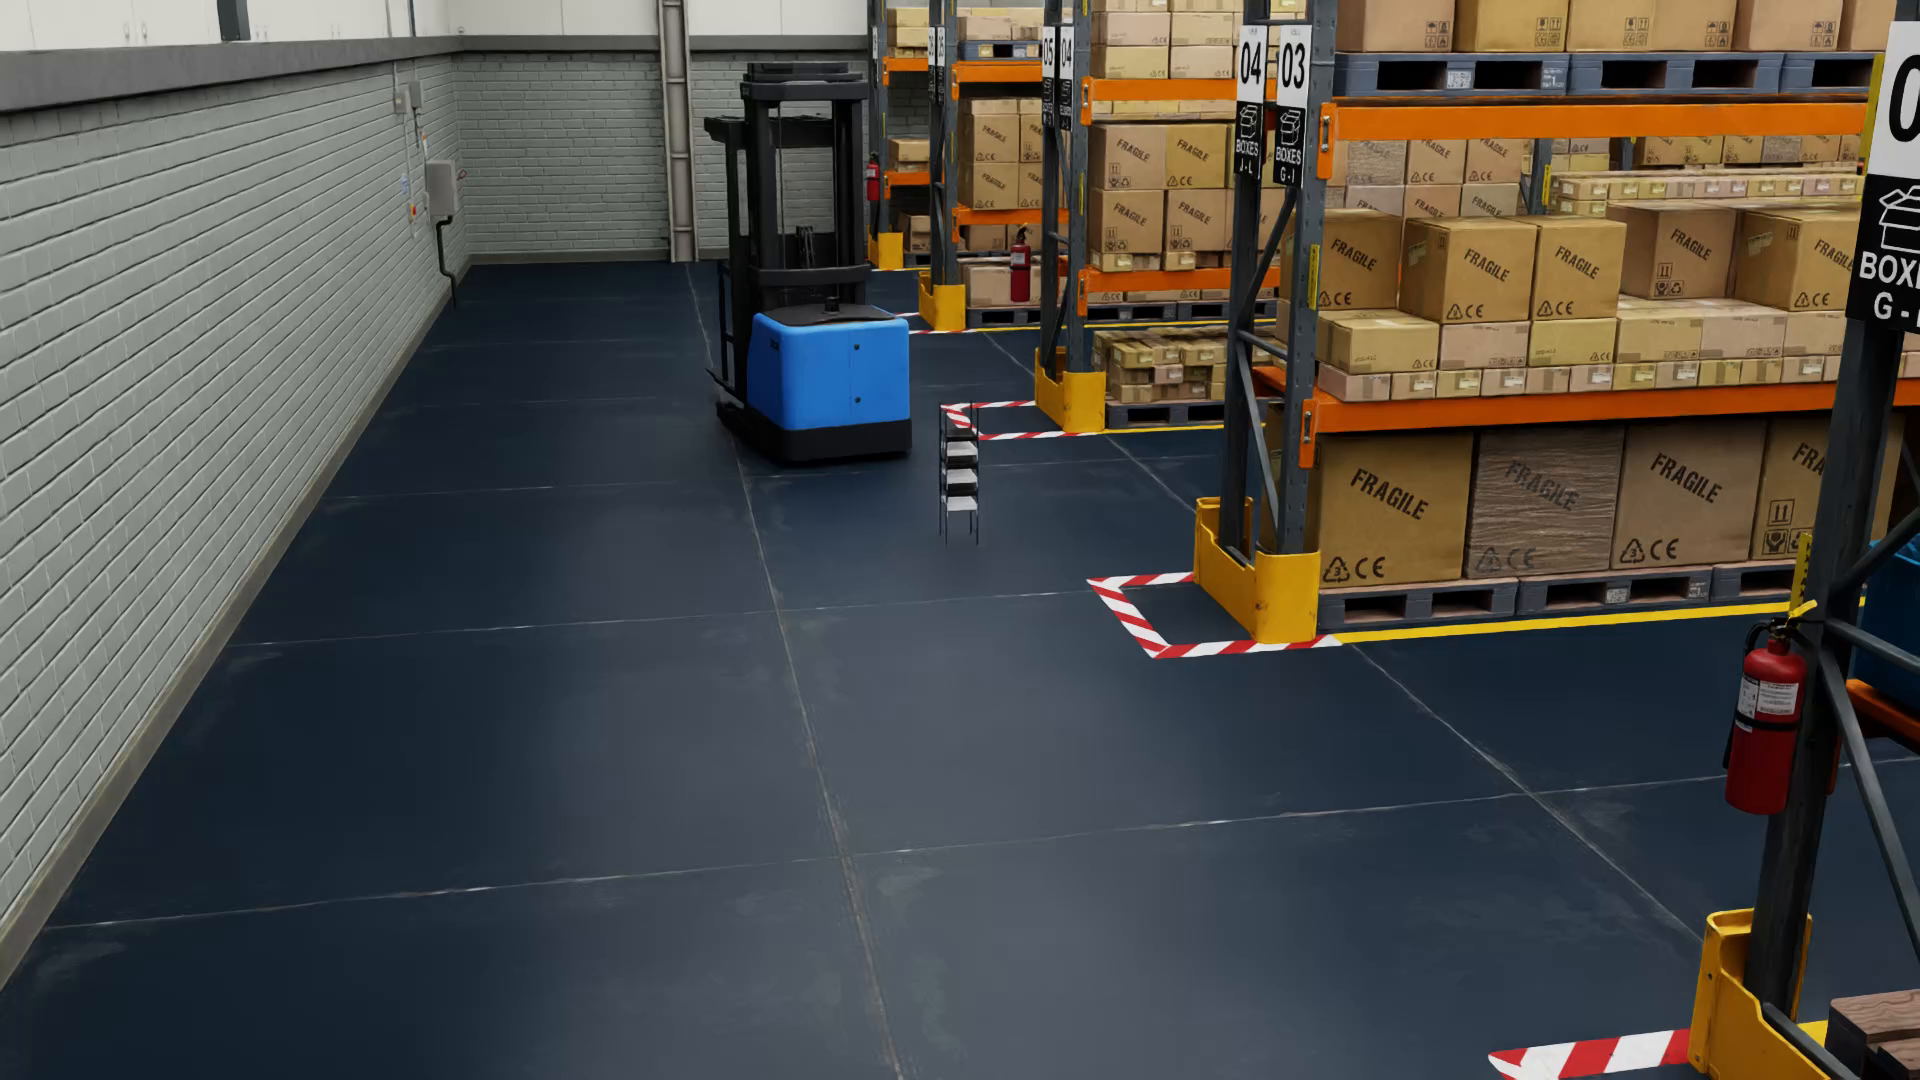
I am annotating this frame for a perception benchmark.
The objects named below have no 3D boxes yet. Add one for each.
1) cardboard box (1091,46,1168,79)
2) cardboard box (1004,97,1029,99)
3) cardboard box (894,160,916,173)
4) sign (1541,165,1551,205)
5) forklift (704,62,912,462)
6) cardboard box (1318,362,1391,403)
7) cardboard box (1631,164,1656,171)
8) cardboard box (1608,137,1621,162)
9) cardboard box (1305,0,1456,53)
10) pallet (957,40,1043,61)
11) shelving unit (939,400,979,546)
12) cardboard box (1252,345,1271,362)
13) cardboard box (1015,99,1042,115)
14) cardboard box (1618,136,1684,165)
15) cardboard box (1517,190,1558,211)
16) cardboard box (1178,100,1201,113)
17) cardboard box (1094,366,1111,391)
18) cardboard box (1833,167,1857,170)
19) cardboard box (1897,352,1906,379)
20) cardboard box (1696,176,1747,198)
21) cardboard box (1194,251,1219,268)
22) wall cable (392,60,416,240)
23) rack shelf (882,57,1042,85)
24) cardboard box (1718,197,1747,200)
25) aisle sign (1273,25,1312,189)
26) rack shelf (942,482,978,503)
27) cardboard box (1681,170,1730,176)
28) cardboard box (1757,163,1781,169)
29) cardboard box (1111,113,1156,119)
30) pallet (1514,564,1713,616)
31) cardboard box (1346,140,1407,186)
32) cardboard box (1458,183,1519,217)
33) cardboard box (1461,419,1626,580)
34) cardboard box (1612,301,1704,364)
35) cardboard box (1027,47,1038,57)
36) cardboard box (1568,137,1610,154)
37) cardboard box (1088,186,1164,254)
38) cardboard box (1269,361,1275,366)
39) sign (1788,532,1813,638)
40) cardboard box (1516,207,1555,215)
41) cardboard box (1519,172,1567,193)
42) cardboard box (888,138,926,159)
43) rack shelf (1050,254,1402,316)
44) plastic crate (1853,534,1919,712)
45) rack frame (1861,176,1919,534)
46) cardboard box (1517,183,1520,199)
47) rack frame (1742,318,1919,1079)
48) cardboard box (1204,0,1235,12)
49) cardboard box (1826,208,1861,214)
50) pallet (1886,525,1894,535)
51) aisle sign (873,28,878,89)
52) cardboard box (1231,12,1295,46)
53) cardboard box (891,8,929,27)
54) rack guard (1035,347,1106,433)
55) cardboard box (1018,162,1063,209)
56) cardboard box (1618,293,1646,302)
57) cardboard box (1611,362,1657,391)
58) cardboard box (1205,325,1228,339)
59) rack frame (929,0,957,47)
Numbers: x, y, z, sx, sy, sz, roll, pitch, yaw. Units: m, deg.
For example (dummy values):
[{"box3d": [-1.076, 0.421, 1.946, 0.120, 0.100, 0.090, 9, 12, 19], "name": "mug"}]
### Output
[{"box3d": [1.342, -3.795, 13.207, 0.500, 0.250, 0.500, -3, 17, -8], "name": "cardboard box"}, {"box3d": [0.611, -4.877, 18.602, 0.250, 0.149, 0.380, -3, 17, -11], "name": "cardboard box"}, {"box3d": [-0.756, -5.153, 22.908, 0.250, 0.149, 0.380, -3, 17, -11], "name": "cardboard box"}, {"box3d": [4.891, -2.963, 13.874, 0.005, 0.325, 0.100, -3, 17, -10], "name": "sign"}, {"box3d": [-1.410, -2.383, 13.580, 1.130, 2.935, 3.031, -7, 18, -22], "name": "forklift"}, {"box3d": [2.106, -0.851, 8.901, 0.250, 0.149, 0.380, -3, 17, -10], "name": "cardboard box"}, {"box3d": [8.024, -4.394, 19.722, 0.250, 0.149, 0.380, -4, 18, -14], "name": "cardboard box"}, {"box3d": [8.063, -4.845, 20.085, 0.500, 0.500, 0.500, -4, 17, -12], "name": "cardboard box"}, {"box3d": [2.195, -2.821, 8.723, 0.500, 0.500, 0.700, -4, 18, -14], "name": "cardboard box"}, {"box3d": [0.541, -5.339, 18.128, 1.213, 0.211, 1.003, -3, 17, -10], "name": "pallet"}, {"box3d": [-0.008, -0.430, 10.678, 0.210, 0.900, 0.258, -3, 17, -10], "name": "shelving unit"}, {"box3d": [2.453, -1.613, 14.082, 0.250, 0.149, 0.380, -3, 17, -8], "name": "cardboard box"}, {"box3d": [0.737, -4.696, 18.013, 0.250, 0.149, 0.380, -3, 17, -9], "name": "cardboard box"}, {"box3d": [8.155, -4.698, 19.606, 0.500, 0.500, 0.500, -4, 17, -12], "name": "cardboard box"}, {"box3d": [5.134, -3.007, 14.698, 0.250, 0.149, 0.380, -3, 17, -9], "name": "cardboard box"}, {"box3d": [2.490, -4.815, 18.401, 0.250, 0.149, 0.380, -3, 17, -11], "name": "cardboard box"}, {"box3d": [1.330, -1.409, 14.432, 0.250, 0.149, 0.380, -3, 17, -10], "name": "cardboard box"}, {"box3d": [8.213, -3.322, 15.219, 0.250, 0.149, 0.380, -3, 17, -10], "name": "cardboard box"}, {"box3d": [5.132, -1.023, 9.462, 0.250, 0.149, 0.380, -3, 17, -9], "name": "cardboard box"}, {"box3d": [6.524, -3.031, 14.272, 0.250, 0.149, 0.380, -3, 17, -8], "name": "cardboard box"}, {"box3d": [1.978, -2.365, 13.831, 0.250, 0.149, 0.380, -2, 17, -8], "name": "cardboard box"}, {"box3d": [-5.717, -4.083, 17.213, 0.123, 1.953, 0.585, -3, 17, -10], "name": "wall cable"}, {"box3d": [0.833, -6.535, 23.097, 4.000, 0.370, 1.077, -3, 17, -10], "name": "rack shelf"}, {"box3d": [6.542, -2.891, 14.323, 0.250, 0.149, 0.380, -4, 17, -11], "name": "cardboard box"}, {"box3d": [1.681, -2.199, 8.434, 0.004, 0.787, 0.394, -3, 17, -10], "name": "aisle sign"}, {"box3d": [-0.008, -0.312, 10.714, 0.200, 0.077, 0.258, -3, 17, -10], "name": "rack shelf"}, {"box3d": [6.681, -3.236, 14.939, 0.250, 0.149, 0.380, -3, 17, -11], "name": "cardboard box"}, {"box3d": [9.620, -4.470, 19.969, 0.250, 0.149, 0.380, -3, 17, -9], "name": "cardboard box"}, {"box3d": [1.840, -4.463, 18.362, 0.500, 0.500, 0.500, -3, 17, -10], "name": "cardboard box"}, {"box3d": [3.660, 0.153, 9.956, 1.213, 0.211, 1.003, -3, 17, -10], "name": "pallet"}, {"box3d": [3.358, -3.214, 13.786, 0.500, 0.500, 0.500, -3, 17, -9], "name": "cardboard box"}, {"box3d": [4.359, -2.786, 14.098, 0.500, 0.500, 0.500, -3, 17, -10], "name": "cardboard box"}, {"box3d": [3.201, -0.341, 9.716, 0.875, 0.875, 0.875, -3, 17, -10], "name": "cardboard box"}, {"box3d": [3.732, -1.154, 9.210, 0.500, 0.250, 0.500, -4, 17, -12], "name": "cardboard box"}, {"box3d": [0.994, -6.671, 22.742, 0.250, 0.149, 0.380, -3, 17, -9], "name": "cardboard box"}, {"box3d": [7.211, -4.770, 19.361, 0.500, 0.500, 0.500, -4, 17, -12], "name": "cardboard box"}, {"box3d": [1.346, -2.617, 13.547, 0.500, 0.500, 0.500, -2, 17, -8], "name": "cardboard box"}, {"box3d": [2.693, -1.508, 14.245, 0.250, 0.149, 0.380, -2, 17, -8], "name": "cardboard box"}, {"box3d": [2.514, 0.146, 4.951, 0.005, 0.325, 0.100, -3, 17, -10], "name": "sign"}, {"box3d": [5.133, -2.865, 14.742, 0.250, 0.149, 0.380, -4, 17, -12], "name": "cardboard box"}, {"box3d": [5.137, -3.148, 14.653, 0.250, 0.149, 0.380, -2, 17, -8], "name": "cardboard box"}, {"box3d": [-0.729, -5.507, 23.380, 0.500, 0.250, 0.500, -3, 17, -9], "name": "cardboard box"}, {"box3d": [2.817, -2.249, 14.252, 4.000, 0.370, 1.077, -3, 17, -10], "name": "rack shelf"}, {"box3d": [2.928, 0.263, 4.683, 0.499, 0.435, 0.616, -3, 17, -10], "name": "plastic crate"}, {"box3d": [5.622, -1.269, 9.835, 0.127, 3.000, 1.000, -3, 17, -10], "name": "rack frame"}, {"box3d": [6.226, -4.118, 19.365, 0.500, 0.250, 0.500, -3, 17, -11], "name": "cardboard box"}, {"box3d": [2.634, 0.381, 4.461, 0.127, 3.000, 1.000, -3, 17, -10], "name": "rack frame"}, {"box3d": [1.987, -4.242, 13.132, 0.250, 0.149, 0.380, -3, 17, -10], "name": "cardboard box"}, {"box3d": [5.222, -1.596, 9.369, 0.500, 0.500, 0.500, -3, 17, -9], "name": "cardboard box"}, {"box3d": [6.365, -0.001, 10.455, 1.213, 0.211, 1.003, -3, 17, -10], "name": "pallet"}, {"box3d": [-1.142, -6.488, 22.399, 0.004, 0.787, 0.394, -3, 17, -10], "name": "aisle sign"}, {"box3d": [2.344, -4.087, 13.303, 0.500, 0.250, 0.500, -3, 17, -10], "name": "cardboard box"}, {"box3d": [-0.647, -7.030, 22.378, 0.500, 0.250, 0.500, -3, 17, -11], "name": "cardboard box"}, {"box3d": [0.928, -1.291, 14.164, 0.348, 0.500, 1.175, -3, 17, -10], "name": "rack guard"}, {"box3d": [0.832, -3.931, 18.332, 0.500, 0.500, 0.500, -3, 17, -11], "name": "cardboard box"}, {"box3d": [3.629, -1.307, 9.707, 0.500, 0.250, 0.500, -3, 17, -10], "name": "cardboard box"}, {"box3d": [3.616, -0.937, 9.182, 0.250, 0.149, 0.380, -4, 17, -12], "name": "cardboard box"}, {"box3d": [2.332, -1.782, 14.633, 0.250, 0.149, 0.380, -3, 17, -8], "name": "cardboard box"}, {"box3d": [-0.185, -6.771, 17.530, 0.127, 3.000, 1.000, -3, 17, -10], "name": "rack frame"}]
